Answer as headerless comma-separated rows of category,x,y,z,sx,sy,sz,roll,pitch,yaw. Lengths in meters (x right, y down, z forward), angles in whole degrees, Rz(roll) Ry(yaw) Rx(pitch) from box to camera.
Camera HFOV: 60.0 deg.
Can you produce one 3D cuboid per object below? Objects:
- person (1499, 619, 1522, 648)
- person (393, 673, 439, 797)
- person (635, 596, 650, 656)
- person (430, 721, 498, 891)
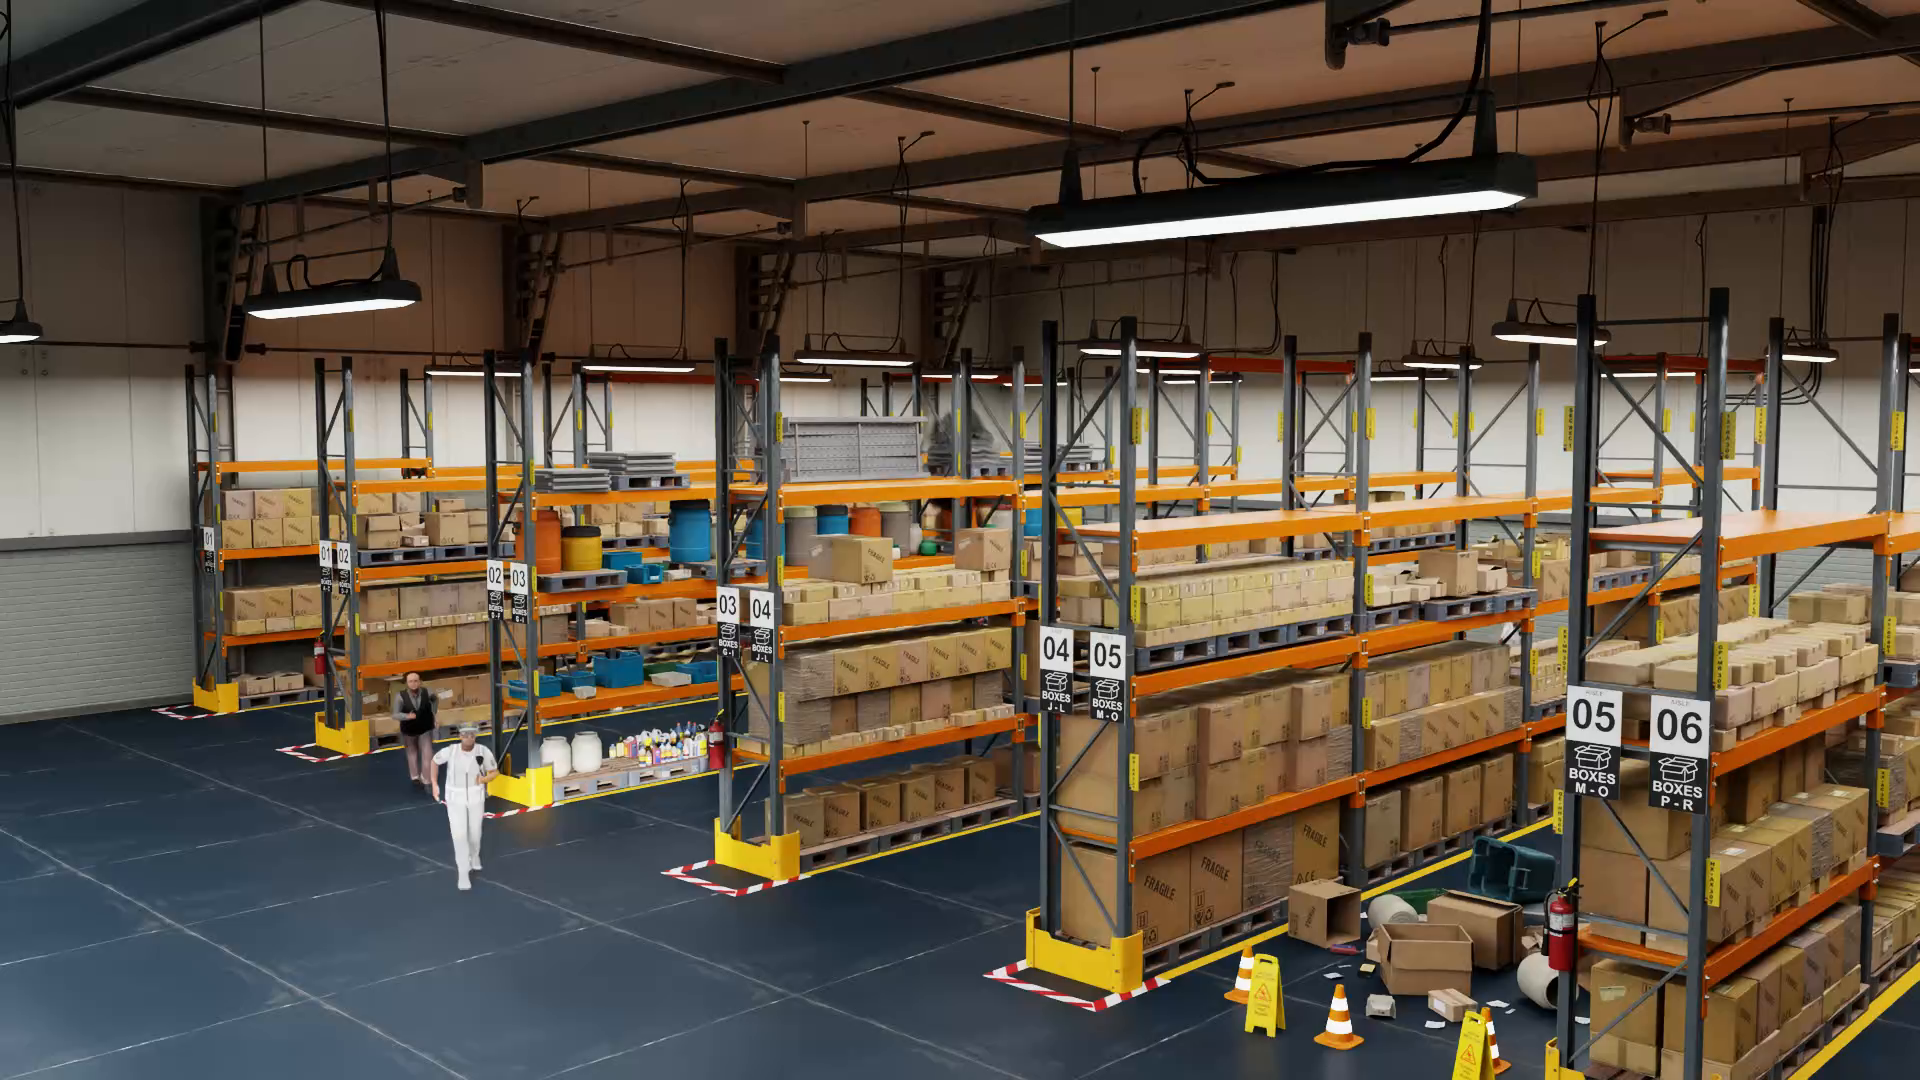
person,10.085,2.068,30.070,0.644,1.594,0.816,2,5,27
person,-7.340,2.601,22.458,0.578,1.671,0.962,-1,5,-15
person,-6.121,1.869,32.475,0.614,1.641,0.726,2,5,29
person,-5.458,2.884,18.342,0.699,1.840,0.890,-2,5,-23
